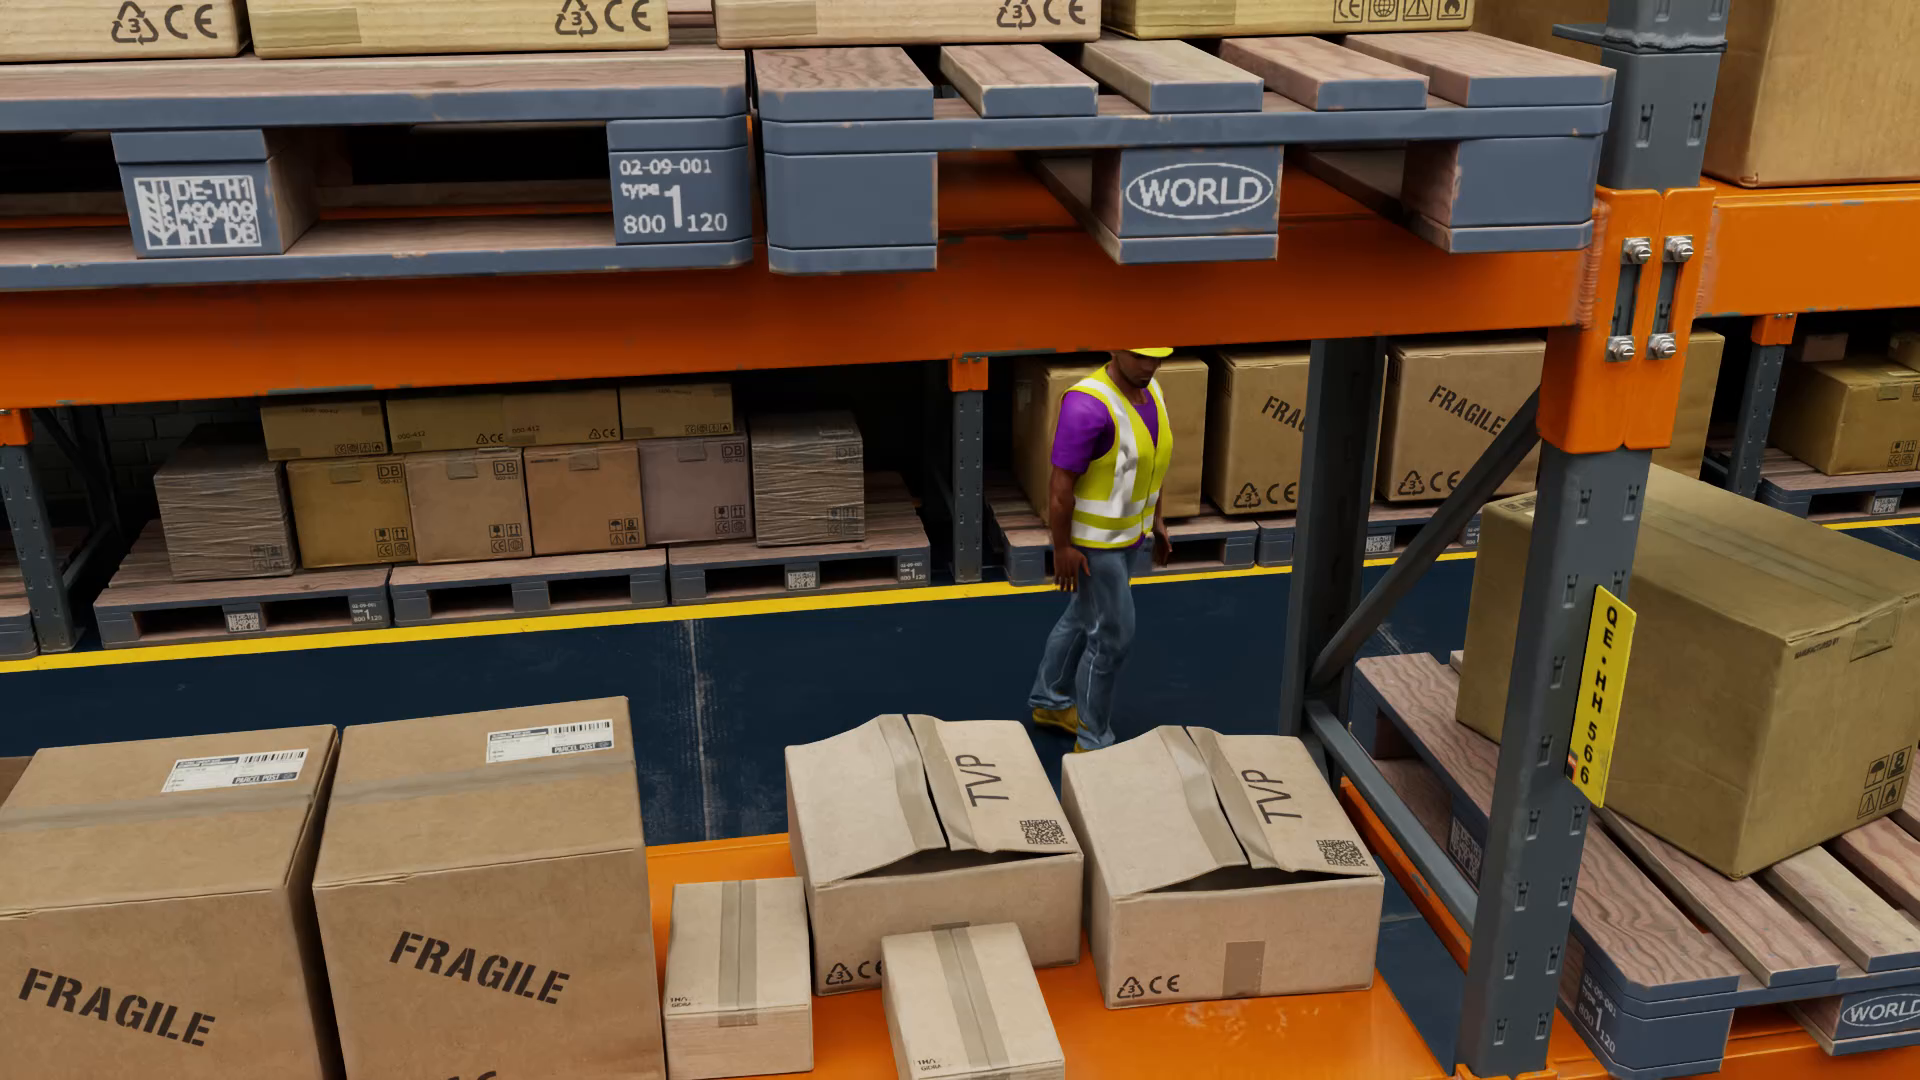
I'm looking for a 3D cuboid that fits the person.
[{"bbox_3d":[0.505,-0.008,6.114,0.534,1.818,0.595,13,26,28],"label":"person"}]
